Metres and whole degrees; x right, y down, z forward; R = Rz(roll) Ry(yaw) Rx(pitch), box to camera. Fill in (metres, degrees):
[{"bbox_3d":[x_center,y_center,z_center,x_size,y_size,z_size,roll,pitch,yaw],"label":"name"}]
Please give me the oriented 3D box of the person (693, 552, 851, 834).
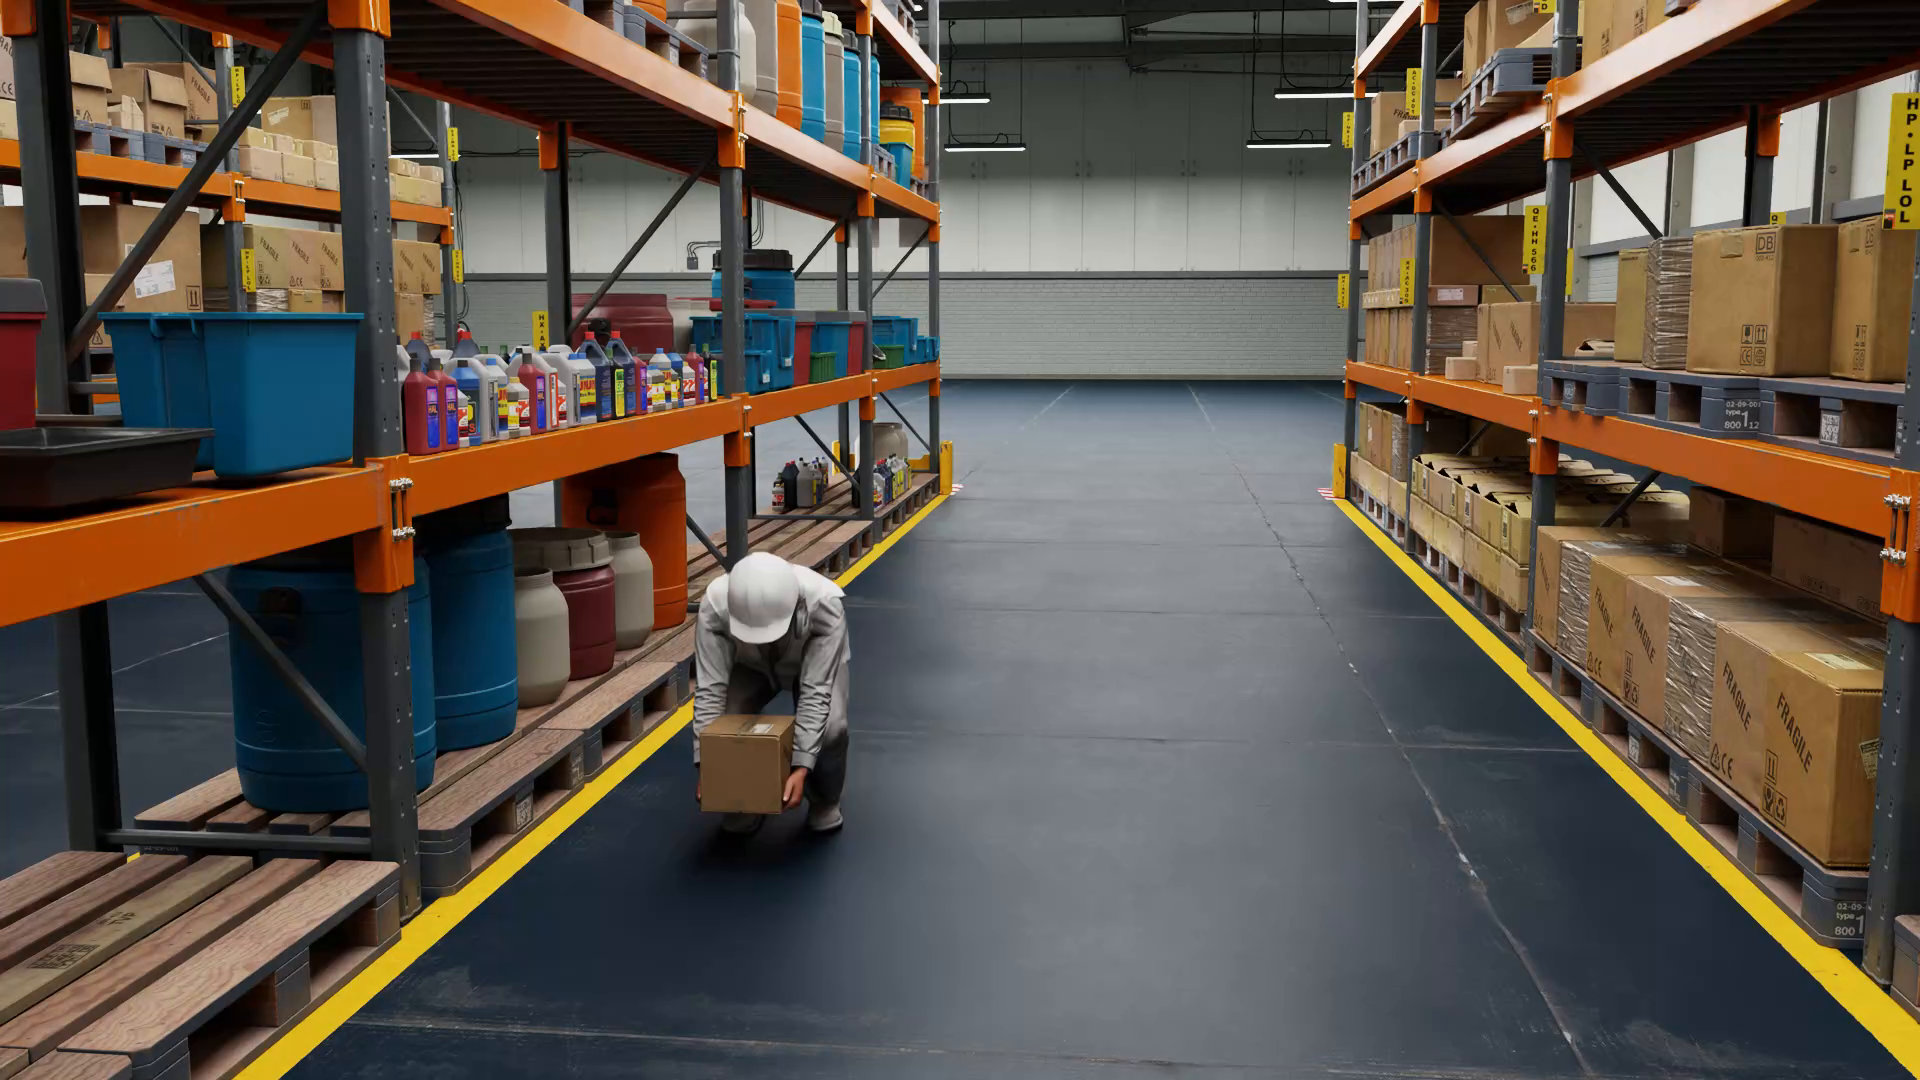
[{"bbox_3d":[-0.606,0.489,5.470,0.501,1.002,0.930,1,8,5],"label":"person"}]
